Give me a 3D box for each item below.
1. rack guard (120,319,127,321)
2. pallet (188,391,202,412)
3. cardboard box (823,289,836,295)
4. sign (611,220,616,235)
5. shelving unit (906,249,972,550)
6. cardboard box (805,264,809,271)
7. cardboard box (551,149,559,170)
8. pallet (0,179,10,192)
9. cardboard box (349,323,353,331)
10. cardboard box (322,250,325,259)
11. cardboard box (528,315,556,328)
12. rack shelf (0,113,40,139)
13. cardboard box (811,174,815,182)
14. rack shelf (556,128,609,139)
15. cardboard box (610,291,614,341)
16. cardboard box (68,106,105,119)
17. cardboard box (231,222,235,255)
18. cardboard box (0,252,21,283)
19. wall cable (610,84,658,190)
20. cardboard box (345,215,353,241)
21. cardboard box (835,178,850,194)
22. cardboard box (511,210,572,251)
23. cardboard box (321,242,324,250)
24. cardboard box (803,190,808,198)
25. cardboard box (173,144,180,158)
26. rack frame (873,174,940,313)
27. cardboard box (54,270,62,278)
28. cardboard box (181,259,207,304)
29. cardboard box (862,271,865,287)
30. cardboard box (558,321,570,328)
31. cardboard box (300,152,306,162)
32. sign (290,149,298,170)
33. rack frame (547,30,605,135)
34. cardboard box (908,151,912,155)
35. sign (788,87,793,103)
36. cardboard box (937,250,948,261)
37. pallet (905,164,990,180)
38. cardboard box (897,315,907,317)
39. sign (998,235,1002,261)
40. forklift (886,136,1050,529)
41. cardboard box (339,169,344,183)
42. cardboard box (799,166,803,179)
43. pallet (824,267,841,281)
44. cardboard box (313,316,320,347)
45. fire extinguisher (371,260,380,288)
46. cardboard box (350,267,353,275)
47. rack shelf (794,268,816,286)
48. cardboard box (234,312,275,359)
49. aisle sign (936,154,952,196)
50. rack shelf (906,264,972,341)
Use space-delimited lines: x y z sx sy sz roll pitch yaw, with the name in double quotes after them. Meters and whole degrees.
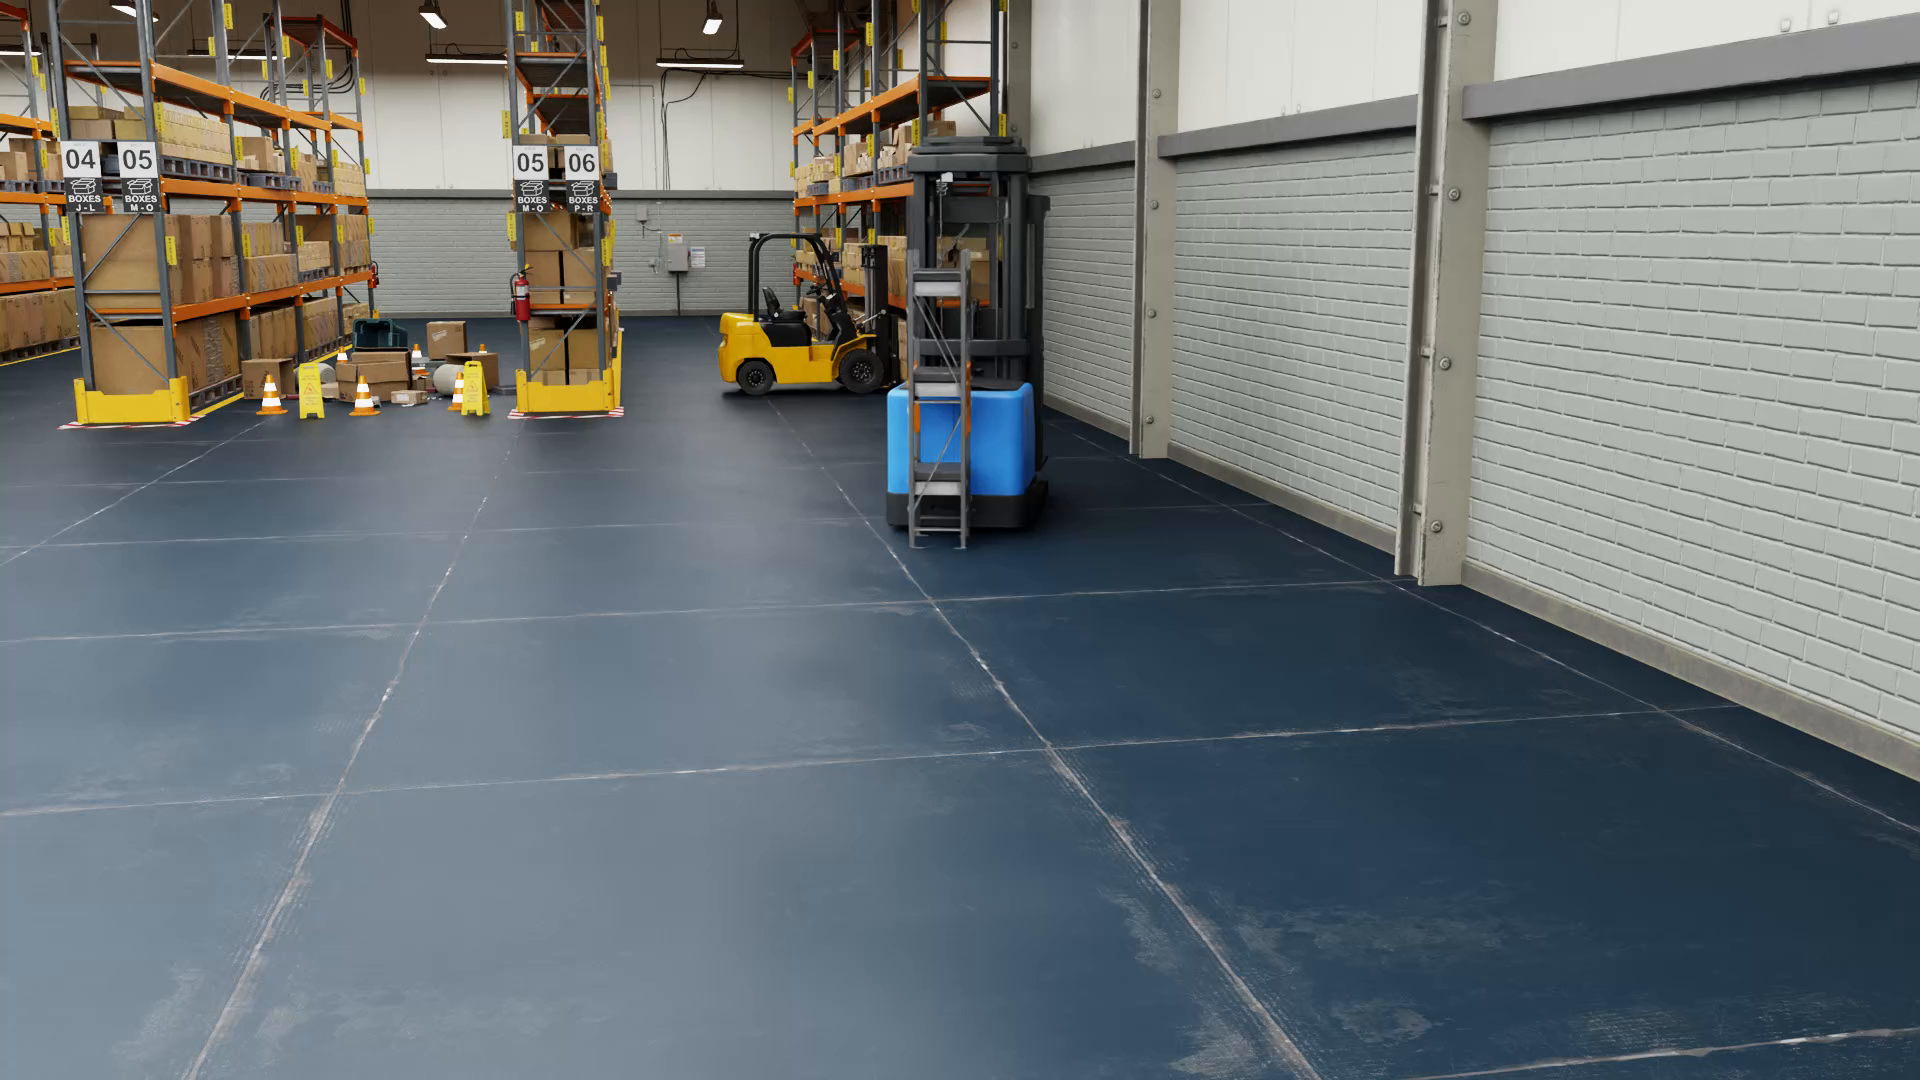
-17.720 -4.431 34.141 1.175 0.500 0.348 -2 11 -11 "rack guard"
-9.951 -1.656 20.333 1.003 0.211 1.213 -2 11 -11 "pallet"
-2.480 -4.833 32.596 0.380 0.149 0.250 -2 11 -12 "cardboard box"
-7.459 -6.718 35.737 0.100 0.325 0.005 -2 11 -11 "sign"
-0.143 -1.010 11.889 0.431 2.100 0.503 1 11 4 "shelving unit"
-3.058 -5.717 34.883 0.380 0.149 0.250 -2 11 -10 "cardboard box"
-5.330 -4.804 20.995 0.500 0.250 0.500 -2 11 -12 "cardboard box"
-16.557 -5.889 27.600 1.003 0.211 1.213 -2 11 -8 "pallet"
-12.100 -4.204 32.762 0.380 0.149 0.250 -2 11 -13 "cardboard box"
-11.683 -5.152 29.997 0.380 0.149 0.250 -2 11 -9 "cardboard box"
-5.431 -2.826 21.510 0.380 0.149 0.250 -2 11 -9 "cardboard box"
-16.548 -6.952 27.646 1.077 0.370 4.000 -2 11 -11 "rack shelf"
-2.664 -6.950 31.949 0.380 0.149 0.250 -2 11 -10 "cardboard box"
-7.605 -8.046 33.394 1.077 0.370 4.000 -2 11 -11 "rack shelf"
-6.661 -4.004 29.770 0.875 0.875 0.875 -2 11 -10 "cardboard box"
-10.117 -4.929 19.196 0.380 0.149 0.250 -2 11 -10 "cardboard box"
-10.599 -4.247 23.545 0.700 0.500 0.500 -2 11 -12 "cardboard box"
-16.288 -4.616 28.158 0.500 0.500 0.500 -2 11 -11 "cardboard box"
-8.639 -10.022 40.785 2.355 3.000 0.029 -2 11 -11 "wall cable"
-12.084 -6.049 32.219 0.500 0.500 0.500 -2 11 -10 "cardboard box"
-1.908 -6.214 29.202 0.500 0.250 0.500 -2 11 -13 "cardboard box"
-5.196 -3.853 20.680 0.700 0.500 0.500 -2 11 -12 "cardboard box"
-11.681 -5.295 29.951 0.380 0.149 0.250 -2 11 -13 "cardboard box"
-3.036 -7.149 34.386 0.380 0.149 0.250 -2 11 -10 "cardboard box"
-9.569 -4.655 19.889 0.380 0.149 0.250 -2 11 -11 "cardboard box"
-0.792 -3.995 25.166 1.000 3.000 0.127 -2 11 -11 "rack frame"
-16.668 -4.864 30.402 0.380 0.149 0.250 -2 11 -11 "cardboard box"
-9.949 -3.230 20.741 0.875 0.550 0.550 -2 11 -11 "cardboard box"
-1.250 -4.097 26.099 0.500 0.250 0.500 -2 11 -11 "cardboard box"
-5.596 -2.727 22.728 0.500 0.500 0.500 -2 11 -8 "cardboard box"
-11.881 -6.525 29.037 0.797 0.503 0.637 -2 11 -12 "cardboard box"
-10.728 -6.134 26.787 0.100 0.325 0.005 -2 11 -11 "sign"
-7.216 -8.229 31.362 1.000 3.000 0.127 -2 11 -11 "rack frame"
-0.473 -5.008 21.746 0.380 0.149 0.250 -2 11 -13 "cardboard box"
-3.658 -9.621 35.970 0.100 0.325 0.005 -2 11 -11 "sign"
-0.357 -3.683 21.522 0.380 0.149 0.250 -2 11 -10 "cardboard box"
-0.126 -4.823 21.726 1.003 0.211 1.213 -2 11 -11 "pallet"
-0.916 -3.148 24.270 0.500 0.250 0.500 -2 11 -11 "cardboard box"
0.531 -3.745 21.324 0.100 0.325 0.005 -2 11 -11 "sign"
0.151 -1.750 13.551 1.130 2.935 3.031 1 11 7 "forklift"
-12.003 -6.917 31.557 0.500 0.250 0.500 -2 11 -11 "cardboard box"
-3.095 -7.712 34.938 0.500 0.250 0.500 -2 11 -12 "cardboard box"
-1.771 -4.757 29.678 1.213 0.211 1.003 -2 11 -11 "pallet"
-11.263 -3.559 28.434 0.500 0.500 0.500 -2 11 -10 "cardboard box"
-12.427 -5.658 35.107 0.296 0.674 0.183 -2 11 -11 "fire extinguisher"
-12.090 -5.263 32.498 0.380 0.149 0.250 -2 11 -8 "cardboard box"
-2.737 -5.476 34.869 1.077 0.370 4.000 -2 11 -11 "rack shelf"
-10.889 -3.005 24.853 1.050 0.750 0.750 -2 11 -11 "cardboard box"
-0.290 -4.516 20.949 0.394 0.787 0.004 -2 11 -11 "aisle sign"
-0.142 -1.685 11.761 0.431 0.518 0.480 1 11 4 "rack shelf"
